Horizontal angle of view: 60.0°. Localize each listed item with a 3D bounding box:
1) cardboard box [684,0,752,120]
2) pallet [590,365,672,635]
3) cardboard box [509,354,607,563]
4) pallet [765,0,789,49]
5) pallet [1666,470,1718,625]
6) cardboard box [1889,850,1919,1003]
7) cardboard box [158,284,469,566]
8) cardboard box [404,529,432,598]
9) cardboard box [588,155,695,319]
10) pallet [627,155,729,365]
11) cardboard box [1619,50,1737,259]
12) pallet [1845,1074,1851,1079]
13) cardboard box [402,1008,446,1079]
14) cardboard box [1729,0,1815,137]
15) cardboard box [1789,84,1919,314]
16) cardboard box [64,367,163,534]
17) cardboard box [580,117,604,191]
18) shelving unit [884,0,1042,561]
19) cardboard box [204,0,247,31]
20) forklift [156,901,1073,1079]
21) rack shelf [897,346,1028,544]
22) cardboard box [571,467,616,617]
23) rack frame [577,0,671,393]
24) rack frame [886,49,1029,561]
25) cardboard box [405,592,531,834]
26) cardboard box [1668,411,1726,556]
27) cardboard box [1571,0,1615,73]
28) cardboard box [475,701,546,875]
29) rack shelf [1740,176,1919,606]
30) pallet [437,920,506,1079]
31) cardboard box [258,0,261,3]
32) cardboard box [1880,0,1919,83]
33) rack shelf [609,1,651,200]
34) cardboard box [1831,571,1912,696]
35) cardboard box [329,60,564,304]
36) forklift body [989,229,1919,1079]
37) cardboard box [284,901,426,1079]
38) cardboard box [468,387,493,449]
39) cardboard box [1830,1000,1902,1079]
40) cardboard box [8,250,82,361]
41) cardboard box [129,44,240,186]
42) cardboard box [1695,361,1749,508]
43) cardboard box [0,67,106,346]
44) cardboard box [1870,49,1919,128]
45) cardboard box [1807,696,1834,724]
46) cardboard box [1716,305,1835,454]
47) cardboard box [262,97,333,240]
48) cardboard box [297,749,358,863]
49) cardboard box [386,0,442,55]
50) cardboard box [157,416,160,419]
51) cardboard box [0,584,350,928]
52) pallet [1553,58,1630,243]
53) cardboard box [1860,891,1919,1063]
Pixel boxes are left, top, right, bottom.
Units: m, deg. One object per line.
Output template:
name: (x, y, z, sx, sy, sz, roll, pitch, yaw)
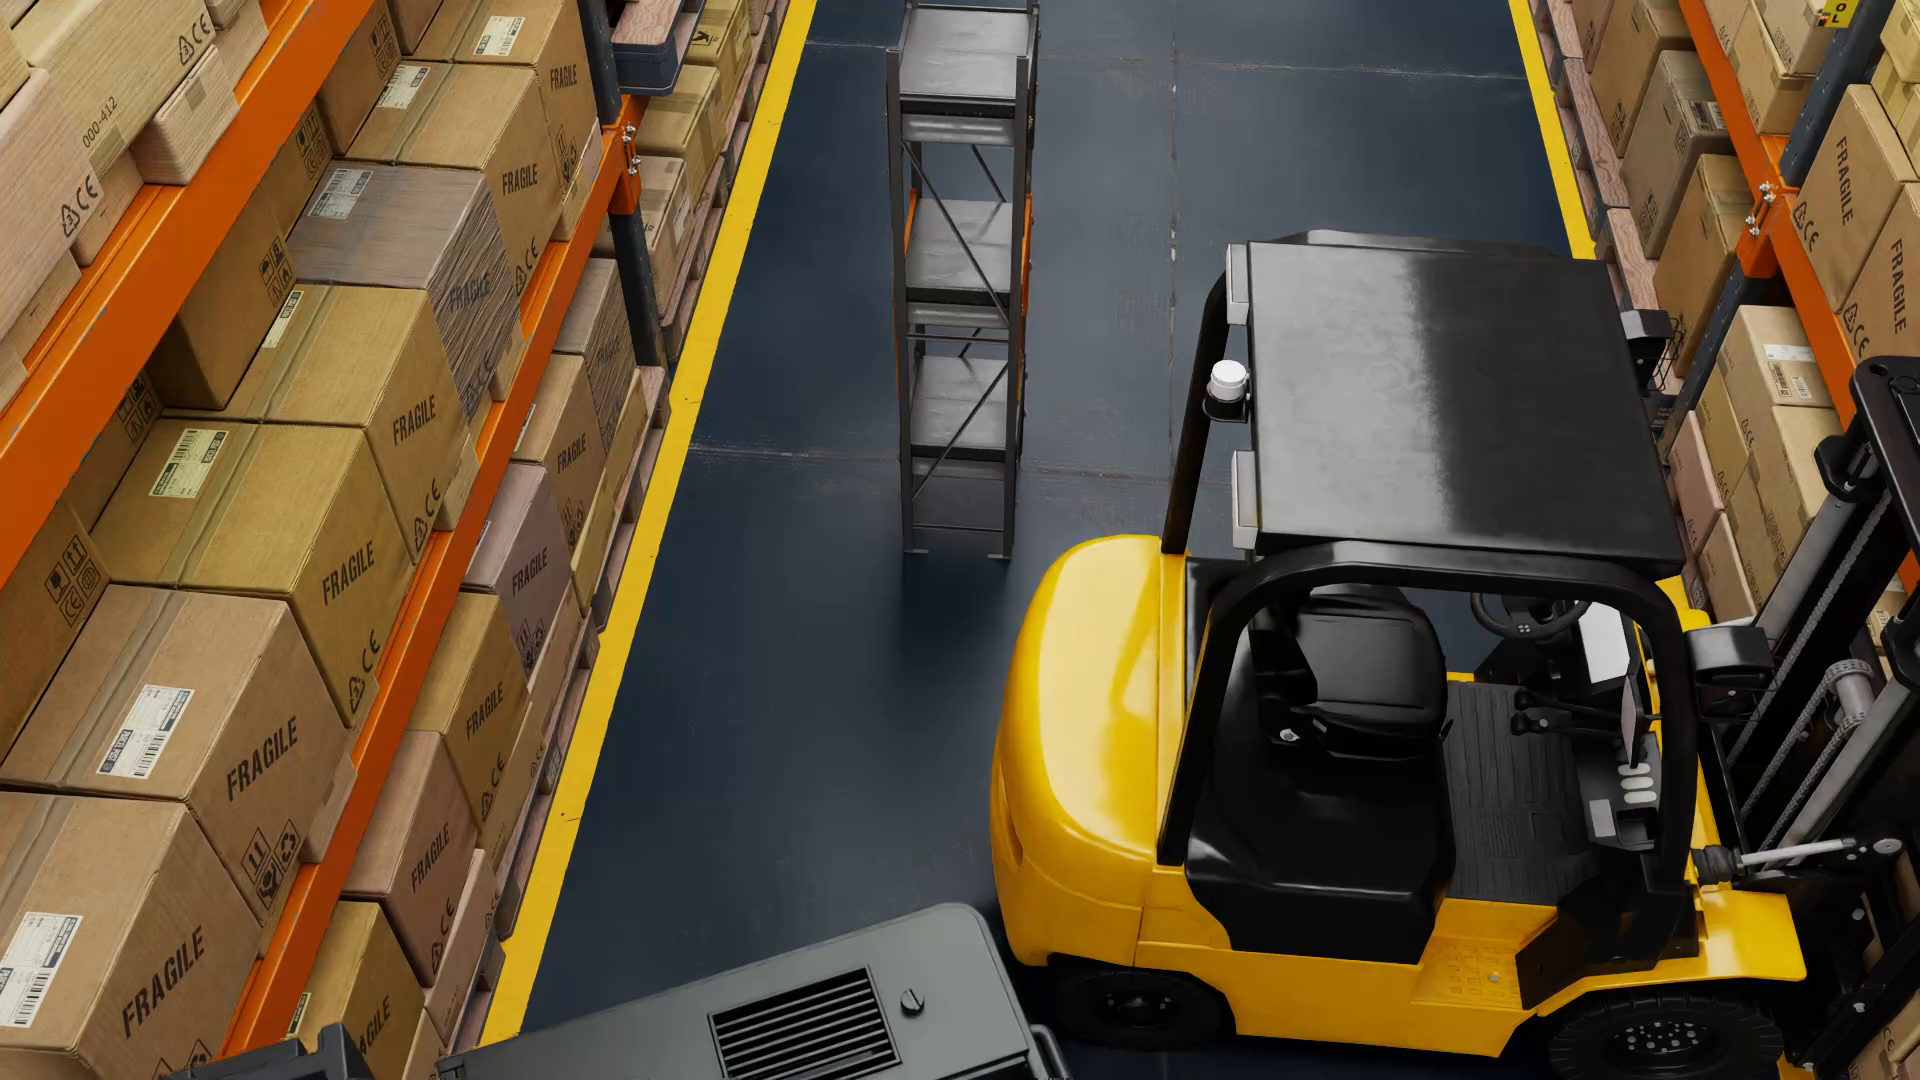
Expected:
cardboard box: (-1.522, -2.321, 7.836, 0.950, 0.372, 0.625, 5, 48, 5)
pallet: (-1.717, -0.204, 6.294, 1.003, 0.211, 1.213, 4, 48, 4)
cardboard box: (-1.522, -0.281, 5.545, 0.500, 0.500, 0.500, 5, 48, 4)
pallet: (-1.399, -3.065, 8.910, 1.003, 0.211, 1.213, 4, 48, 4)
pallet: (3.138, 0.213, 5.912, 1.003, 0.211, 1.213, 4, 48, 4)
cardboard box: (2.696, 0.972, 4.230, 0.500, 0.250, 0.500, 4, 48, 4)
cardboard box: (-1.609, -0.295, 4.218, 0.500, 0.500, 0.500, 3, 48, 3)
cardboard box: (-1.628, 0.006, 4.382, 0.380, 0.149, 0.250, 3, 48, 2)
cardboard box: (-1.646, -1.281, 6.886, 0.950, 0.372, 0.625, 4, 48, 4)
pallet: (-1.621, -1.272, 7.270, 1.003, 0.211, 1.213, 4, 48, 4)
cardboard box: (3.367, -1.604, 7.009, 0.875, 0.625, 0.625, 3, 48, 3)
pallet: (2.916, 2.006, 4.272, 1.003, 0.211, 1.213, 4, 48, 4)
cardboard box: (-1.707, 1.510, 4.415, 0.500, 0.250, 0.500, 4, 48, 3)
cardboard box: (3.038, -1.647, 5.825, 0.500, 0.250, 0.500, 5, 48, 4)
cardboard box: (2.952, -1.035, 5.096, 0.500, 0.500, 0.500, 3, 48, 2)
cardboard box: (-2.229, -0.316, 3.560, 0.700, 0.500, 0.500, 3, 48, 3)
cardboard box: (-1.417, -1.300, 5.576, 0.380, 0.149, 0.250, 3, 48, 3)
shelving unit: (0.015, -0.830, 5.586, 0.431, 2.100, 0.503, 4, 48, 4)
cardboard box: (-1.600, -1.241, 3.220, 0.500, 0.250, 0.500, 5, 48, 4)
forklift: (-0.233, 1.691, 2.717, 3.031, 2.935, 1.130, -14, 49, -13)
rack shelf: (0.015, -0.349, 6.113, 0.431, 0.518, 0.480, 4, 48, 4)
cardboard box: (-1.516, -0.010, 5.805, 0.500, 0.250, 0.500, 3, 48, 2)
rack frame: (-1.691, -1.641, 5.718, 1.000, 3.000, 0.127, 4, 48, 4)
rack frame: (-0.007, -0.651, 5.422, 0.400, 2.100, 0.015, 4, 48, 4)
cardboard box: (-1.608, 0.487, 4.842, 0.500, 0.500, 0.500, 5, 48, 4)
cardboard box: (2.879, -0.191, 5.970, 0.500, 0.250, 0.500, 4, 48, 4)
cardboard box: (3.495, -2.651, 7.967, 0.875, 0.625, 0.625, 5, 48, 5)
cardboard box: (-1.615, 0.734, 5.125, 0.500, 0.250, 0.500, 7, 48, 6)
rack shelf: (3.070, 0.402, 4.337, 1.077, 0.370, 4.000, 4, 48, 4)
pallet: (-1.939, 1.589, 4.654, 1.003, 0.211, 1.213, 4, 48, 4)
cardboard box: (-1.652, -1.187, 3.440, 0.380, 0.149, 0.250, 3, 48, 3)
cardboard box: (2.928, -1.449, 4.833, 0.380, 0.149, 0.250, 5, 48, 4)
rack shelf: (-1.509, -2.868, 7.328, 1.077, 0.370, 4.000, 4, 48, 4)
cardboard box: (2.805, 0.215, 4.922, 0.500, 0.250, 0.500, 5, 48, 5)
cardboard box: (-1.524, -1.053, 4.911, 0.500, 0.500, 0.500, 5, 48, 5)
forklift body: (1.244, 0.400, 4.427, 2.313, 2.155, 1.214, 4, 48, 4)
cardboard box: (-1.705, 1.240, 4.154, 0.500, 0.500, 0.500, 2, 48, 2)
cardboard box: (-1.559, -0.367, 4.723, 0.380, 0.149, 0.250, 3, 48, 3)
cardboard box: (2.725, 1.317, 4.591, 0.500, 0.250, 0.500, 4, 48, 4)
cardboard box: (-1.711, -0.426, 2.744, 0.380, 0.149, 0.250, 4, 48, 3)
cardboard box: (-1.588, -0.801, 3.087, 0.380, 0.149, 0.250, 4, 48, 4)
cardboard box: (2.901, -0.358, 5.784, 0.500, 0.250, 0.500, 4, 48, 3)
cardboard box: (-1.689, -0.485, 2.528, 0.500, 0.250, 0.500, 3, 48, 3)
cardboard box: (2.962, -1.346, 4.941, 0.380, 0.149, 0.250, 3, 48, 3)
cardboard box: (2.800, 0.381, 5.109, 0.500, 0.250, 0.500, 4, 48, 3)
cardboard box: (2.896, -0.527, 5.600, 0.500, 0.250, 0.500, 3, 48, 3)
cardboard box: (-2.088, -1.063, 4.242, 0.700, 0.500, 0.500, 3, 48, 3)
cardboard box: (-1.636, 0.588, 3.850, 0.380, 0.149, 0.250, 5, 48, 4)
cardboard box: (-1.947, -1.804, 4.920, 0.700, 0.500, 0.500, 3, 48, 3)
cardboard box: (-2.116, -0.359, 4.277, 0.500, 0.500, 0.500, 4, 48, 4)
cardboard box: (-1.692, 0.454, 3.533, 0.500, 0.500, 0.500, 5, 48, 5)
pallet: (3.389, -1.812, 7.764, 1.003, 0.211, 1.213, 4, 48, 4)
cardboard box: (2.704, 1.120, 4.433, 0.500, 0.250, 0.500, 3, 48, 3)
